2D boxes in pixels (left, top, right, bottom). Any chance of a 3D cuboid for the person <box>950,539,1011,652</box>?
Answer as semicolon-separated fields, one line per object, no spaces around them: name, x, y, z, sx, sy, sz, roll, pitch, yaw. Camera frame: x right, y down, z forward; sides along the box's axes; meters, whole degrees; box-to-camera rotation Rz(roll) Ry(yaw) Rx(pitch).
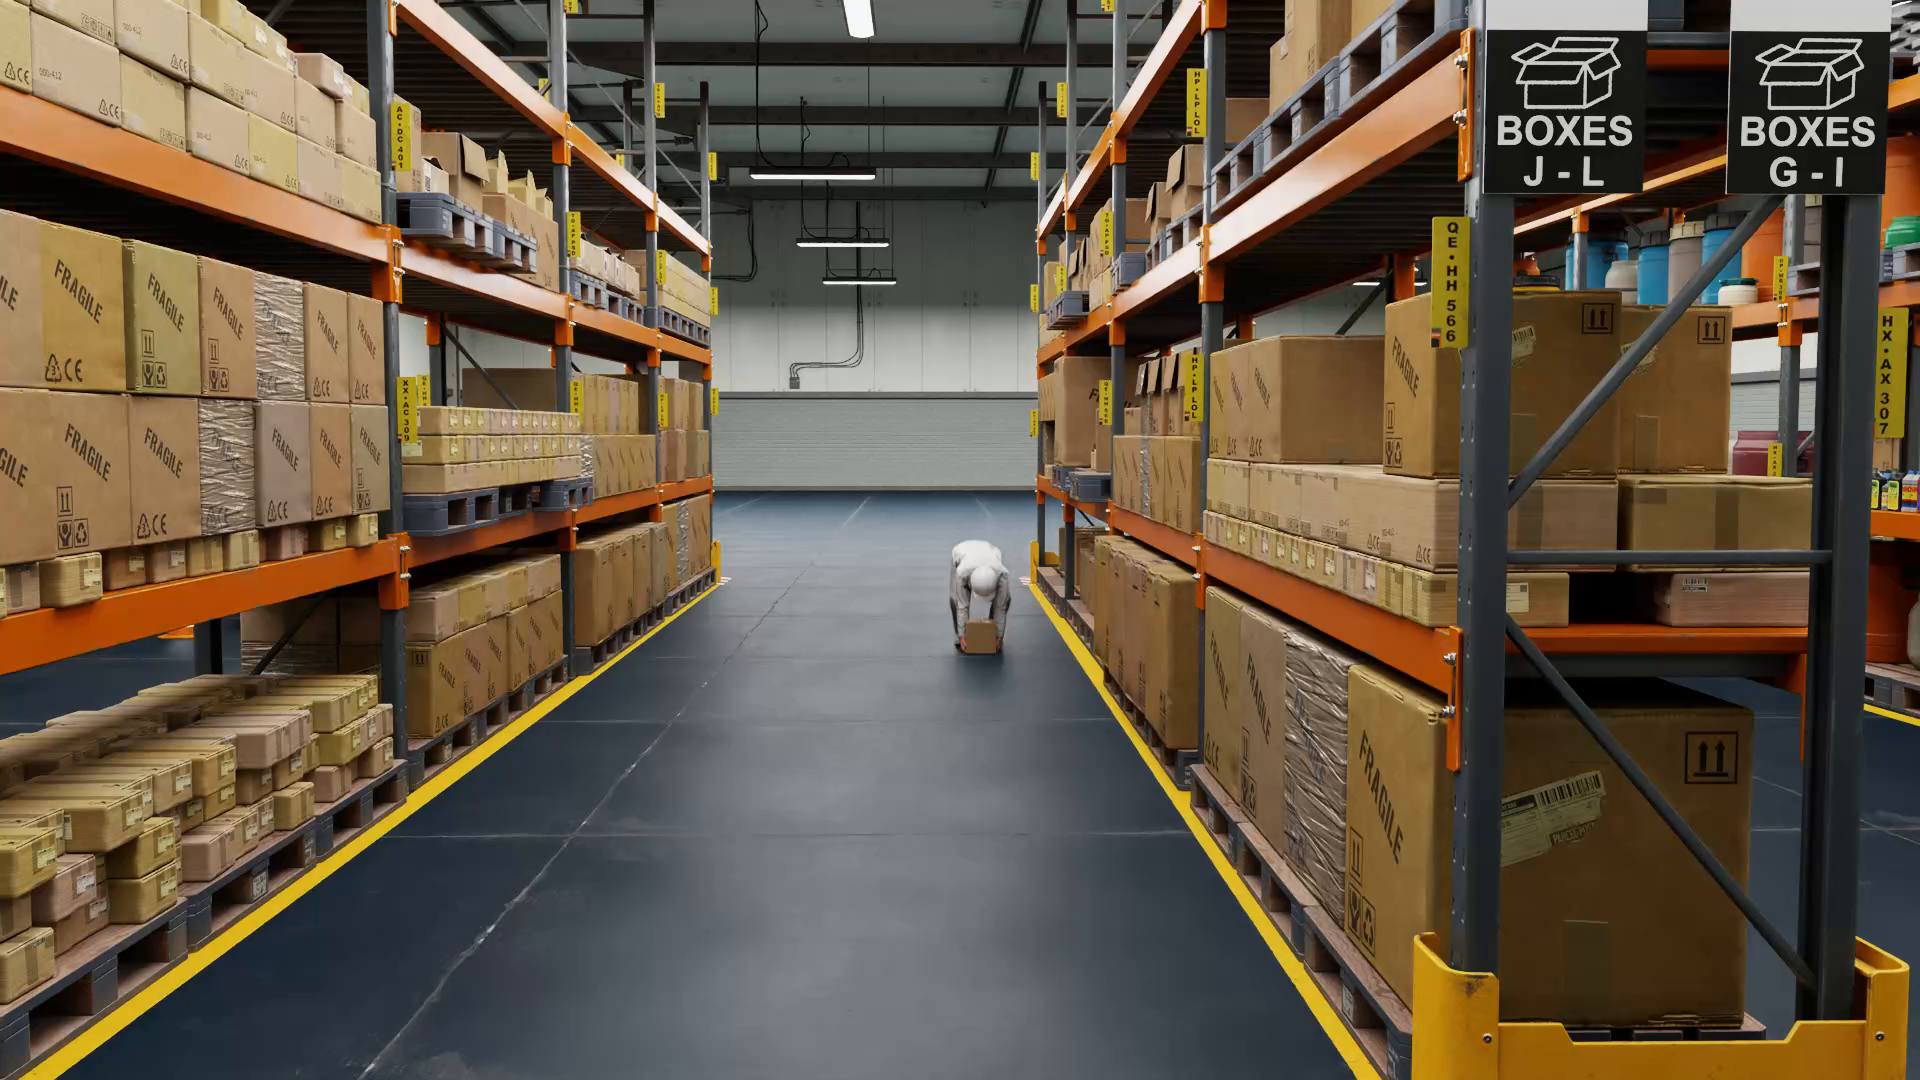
person;0.173;0.465;14.076;0.520;0.916;1.001;0;4;-4
